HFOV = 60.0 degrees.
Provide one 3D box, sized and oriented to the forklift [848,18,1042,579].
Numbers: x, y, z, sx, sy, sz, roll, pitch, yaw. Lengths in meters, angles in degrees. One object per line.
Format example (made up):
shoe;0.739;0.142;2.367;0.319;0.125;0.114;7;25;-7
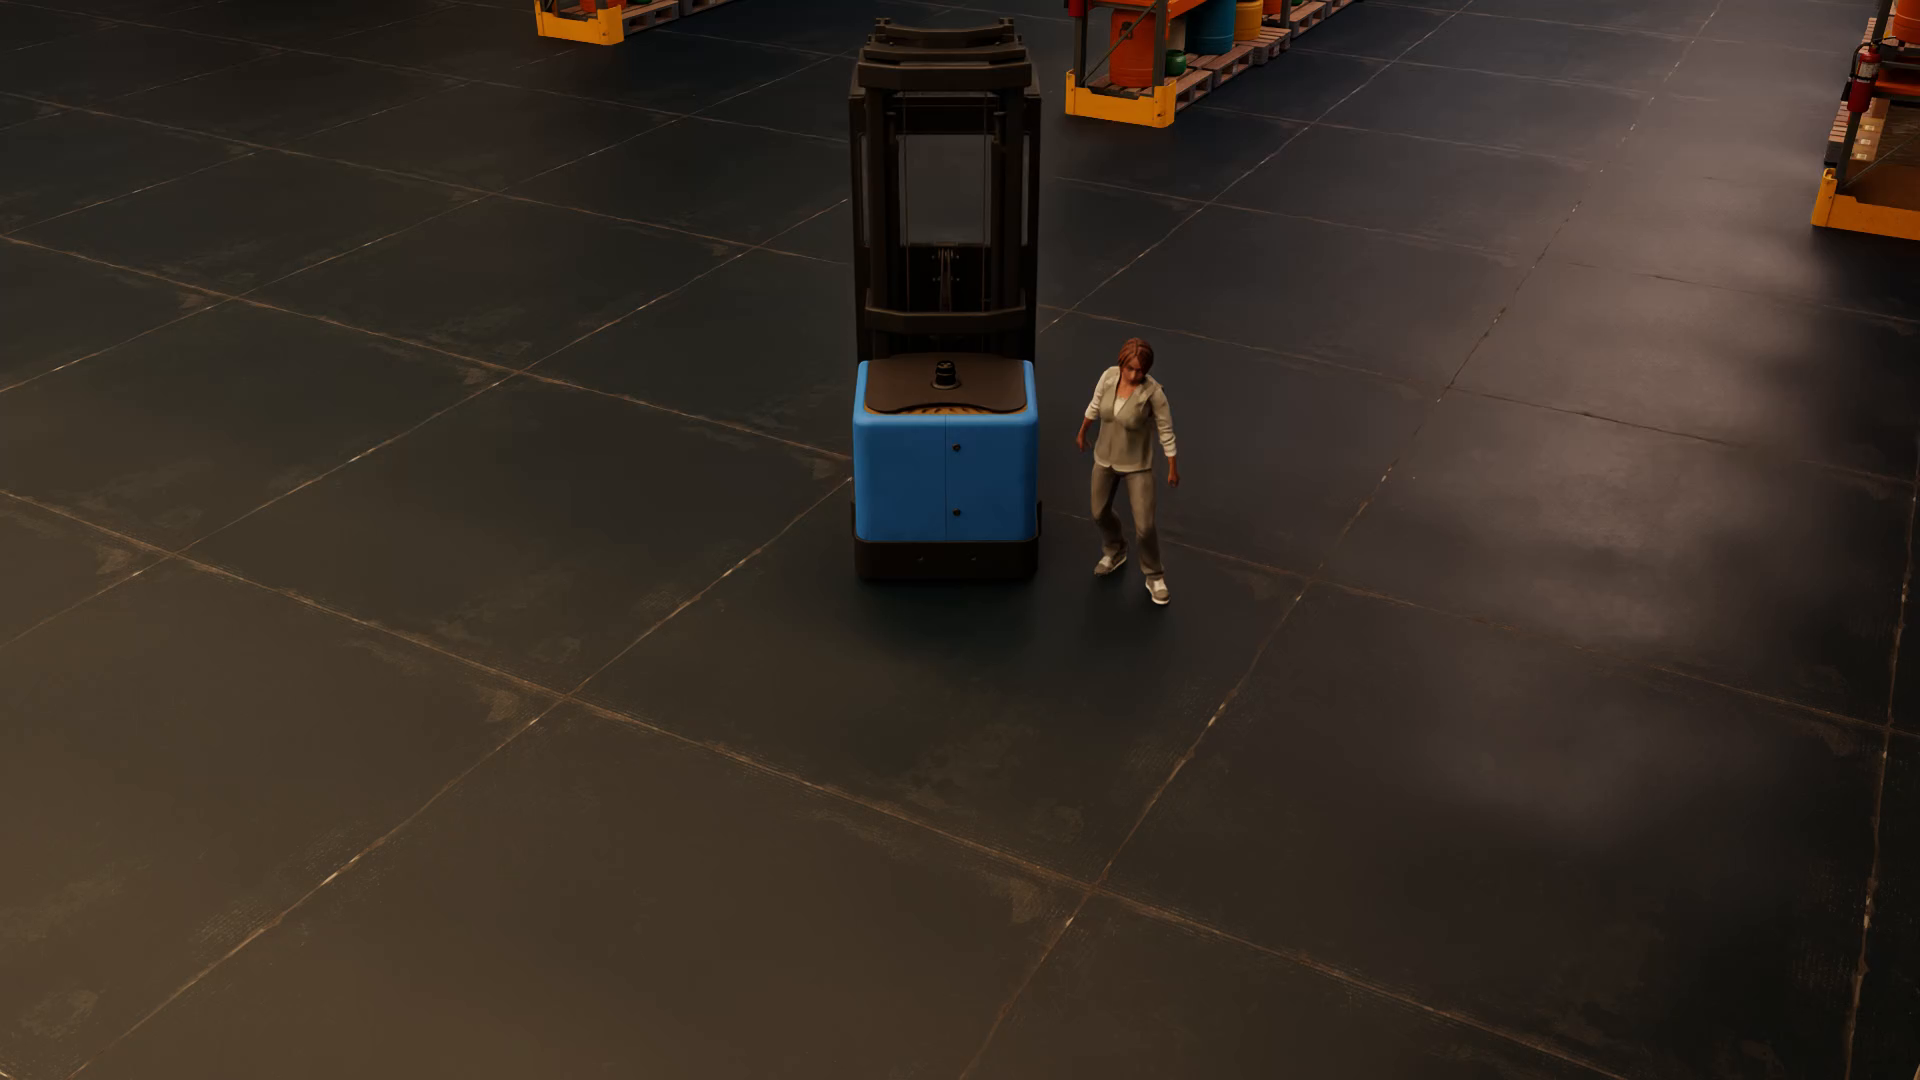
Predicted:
forklift;-0.086;-1.744;10.093;1.130;2.935;3.031;0;30;0

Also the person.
person;0.936;-0.430;9.235;0.730;1.564;0.407;21;36;32
